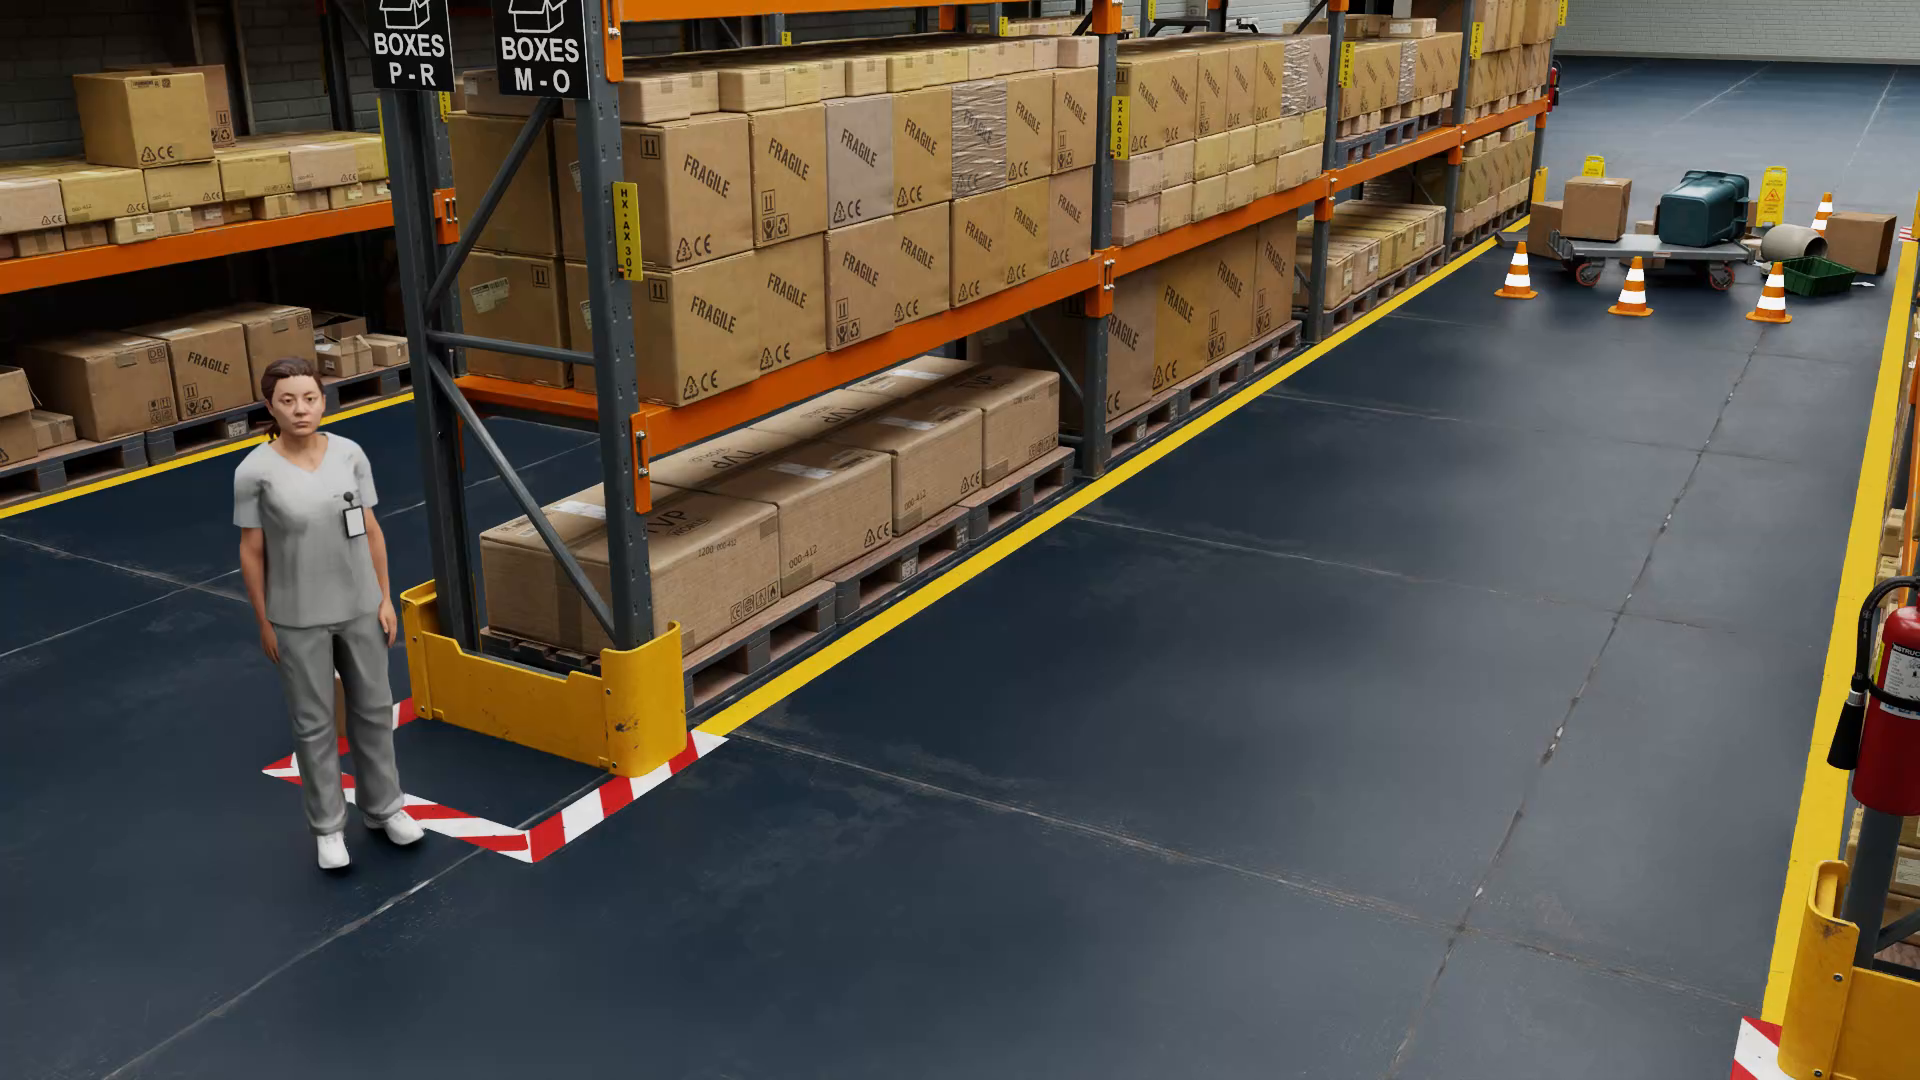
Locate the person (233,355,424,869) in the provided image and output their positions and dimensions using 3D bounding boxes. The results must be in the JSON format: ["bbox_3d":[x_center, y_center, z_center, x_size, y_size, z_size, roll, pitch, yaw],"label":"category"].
[{"bbox_3d":[-2.043,0.235,5.339,0.440,1.670,0.350,-15,24,-36],"label":"person"}]
